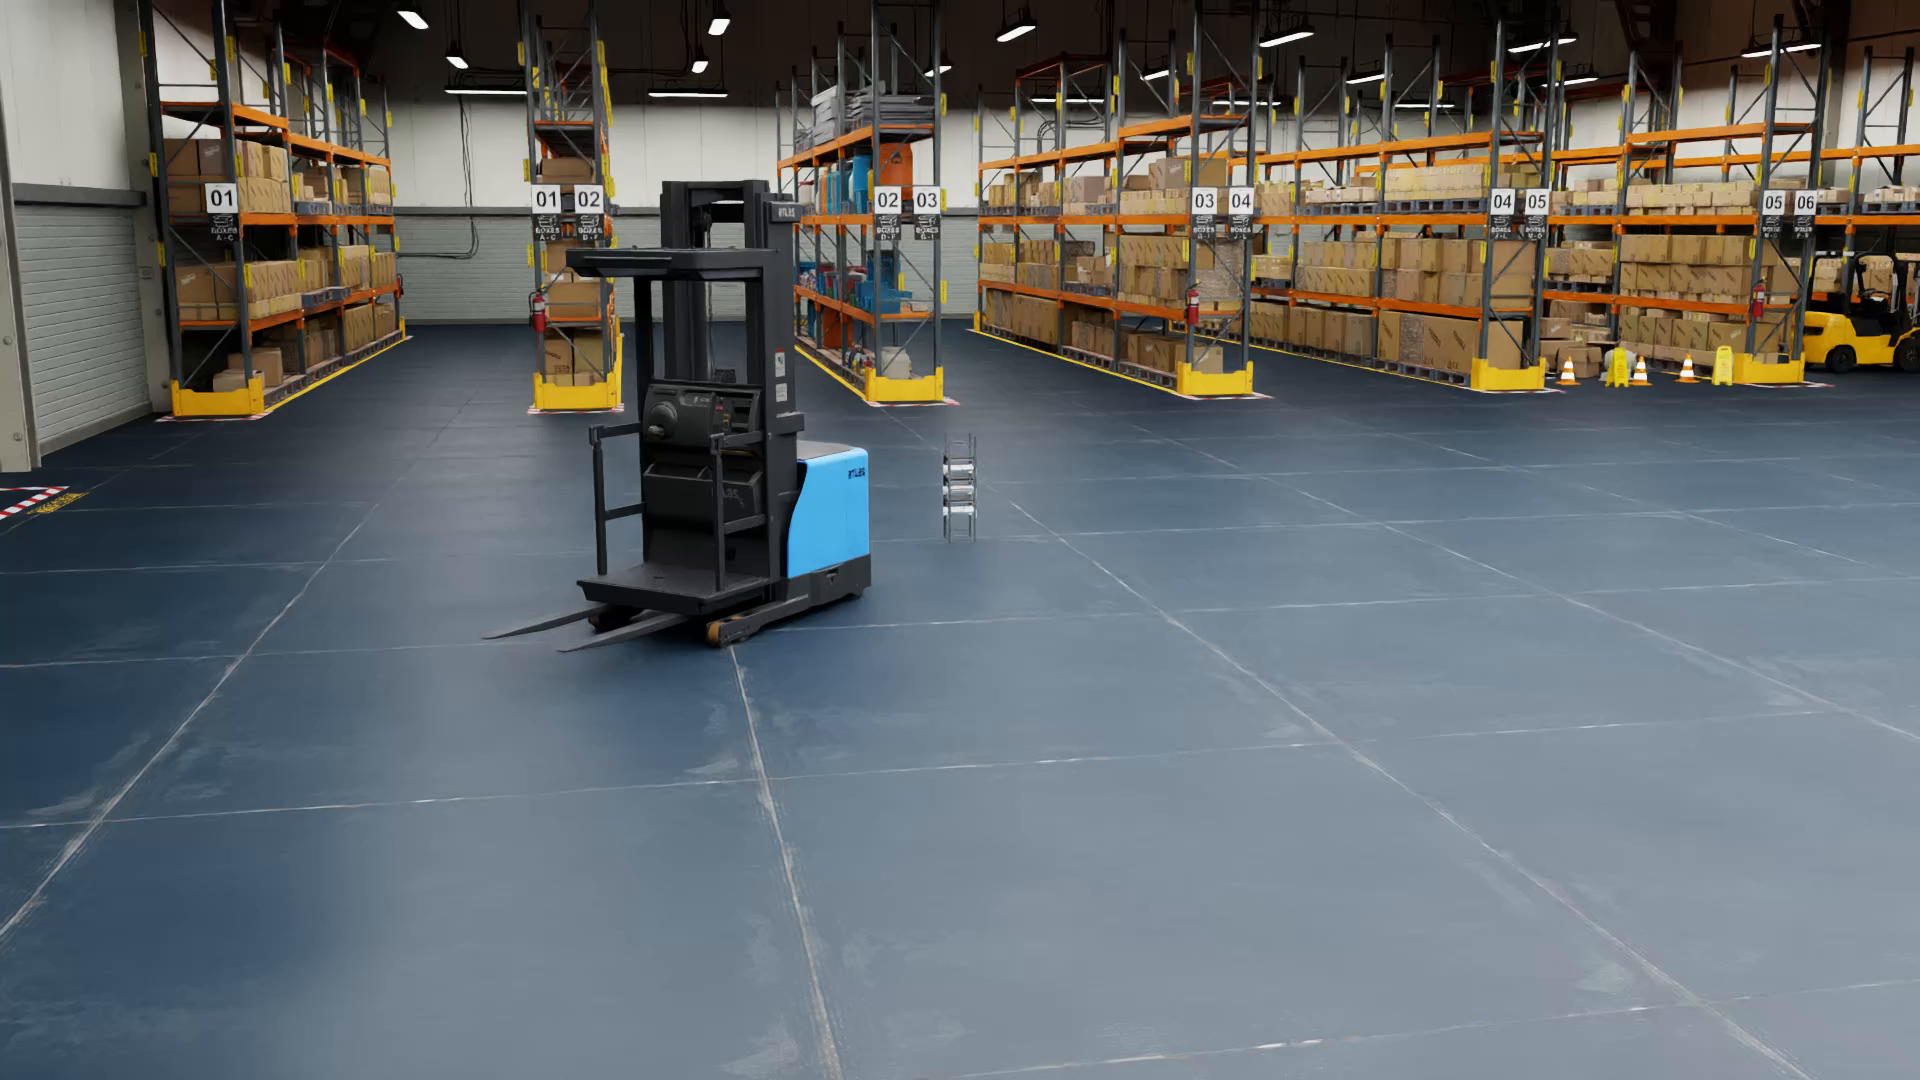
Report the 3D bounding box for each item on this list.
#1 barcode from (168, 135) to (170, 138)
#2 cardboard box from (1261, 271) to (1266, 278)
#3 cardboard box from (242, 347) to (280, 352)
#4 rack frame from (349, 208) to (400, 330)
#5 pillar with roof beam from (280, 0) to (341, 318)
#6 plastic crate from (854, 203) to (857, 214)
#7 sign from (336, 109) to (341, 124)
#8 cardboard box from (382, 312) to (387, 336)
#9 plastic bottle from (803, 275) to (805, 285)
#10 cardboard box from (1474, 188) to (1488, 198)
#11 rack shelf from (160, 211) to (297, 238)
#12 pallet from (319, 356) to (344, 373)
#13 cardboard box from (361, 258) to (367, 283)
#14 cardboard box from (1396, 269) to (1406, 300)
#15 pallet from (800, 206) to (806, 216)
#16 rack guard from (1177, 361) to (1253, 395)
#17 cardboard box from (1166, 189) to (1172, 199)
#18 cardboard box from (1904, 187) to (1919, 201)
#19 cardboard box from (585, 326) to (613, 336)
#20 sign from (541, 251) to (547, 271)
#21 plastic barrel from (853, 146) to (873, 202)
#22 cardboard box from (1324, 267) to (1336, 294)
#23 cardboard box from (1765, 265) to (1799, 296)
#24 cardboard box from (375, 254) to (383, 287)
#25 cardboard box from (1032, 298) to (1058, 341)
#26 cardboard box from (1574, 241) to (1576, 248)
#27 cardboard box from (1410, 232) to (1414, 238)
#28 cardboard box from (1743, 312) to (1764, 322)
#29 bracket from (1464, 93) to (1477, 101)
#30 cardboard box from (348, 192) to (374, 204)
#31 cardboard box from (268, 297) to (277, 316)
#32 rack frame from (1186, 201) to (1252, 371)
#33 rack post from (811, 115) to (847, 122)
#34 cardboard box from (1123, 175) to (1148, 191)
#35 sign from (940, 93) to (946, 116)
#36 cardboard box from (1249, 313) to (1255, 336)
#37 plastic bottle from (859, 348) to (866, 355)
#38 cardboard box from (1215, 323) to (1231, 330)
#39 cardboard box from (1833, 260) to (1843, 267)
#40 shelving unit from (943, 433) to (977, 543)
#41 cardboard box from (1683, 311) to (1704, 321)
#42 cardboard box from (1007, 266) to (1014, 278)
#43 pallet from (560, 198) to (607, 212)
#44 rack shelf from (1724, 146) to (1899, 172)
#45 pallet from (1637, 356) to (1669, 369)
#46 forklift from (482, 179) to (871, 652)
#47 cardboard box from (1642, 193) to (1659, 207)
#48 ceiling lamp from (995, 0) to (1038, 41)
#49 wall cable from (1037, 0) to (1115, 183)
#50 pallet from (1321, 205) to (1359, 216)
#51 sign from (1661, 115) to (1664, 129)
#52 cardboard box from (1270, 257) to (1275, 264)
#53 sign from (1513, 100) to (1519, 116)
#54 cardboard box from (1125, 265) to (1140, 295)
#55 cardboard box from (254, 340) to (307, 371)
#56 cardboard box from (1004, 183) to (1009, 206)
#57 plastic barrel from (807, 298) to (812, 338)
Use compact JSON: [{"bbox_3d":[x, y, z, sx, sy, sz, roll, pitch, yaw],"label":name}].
[{"bbox_3d":[-11.140,-5.674,23.419,0.001,0.075,0.075,-2,11,-11],"label":"barcode"},{"bbox_3d":[6.705,-5.719,35.768,0.380,0.149,0.250,-2,11,-12],"label":"cardboard box"},{"bbox_3d":[-11.049,-2.787,26.324,0.500,0.500,0.500,-3,11,-15],"label":"cardboard box"},{"bbox_3d":[-13.624,-6.188,38.687,1.000,3.000,0.127,-2,11,-11],"label":"rack frame"},{"bbox_3d":[-9.607,-8.655,35.604,9.100,9.000,0.548,-2,11,-11],"label":"pillar with roof beam"},{"bbox_3d":[-1.532,-5.418,27.184,0.336,0.188,0.450,-2,11,-11],"label":"plastic crate"},{"bbox_3d":[-14.169,-9.653,37.924,0.100,0.325,0.005,-2,11,-11],"label":"sign"},{"bbox_3d":[-13.083,-4.760,36.747,0.700,0.500,0.500,-2,11,-10],"label":"cardboard box"},{"bbox_3d":[-3.302,-5.512,35.446,0.061,0.283,0.133,-2,11,-11],"label":"plastic bottle"},{"bbox_3d":[8.552,-5.610,26.909,0.380,0.149,0.250,-2,11,-11],"label":"cardboard box"},{"bbox_3d":[-10.901,-4.741,24.984,1.077,0.370,4.000,-2,11,-11],"label":"rack shelf"},{"bbox_3d":[-11.917,-3.208,30.486,1.003,0.211,1.213,-2,11,-11],"label":"pallet"},{"bbox_3d":[-12.400,-5.491,33.908,0.500,0.500,0.500,-2,11,-11],"label":"cardboard box"},{"bbox_3d":[8.384,-4.596,29.921,0.875,0.550,0.550,-2,11,-11],"label":"cardboard box"},{"bbox_3d":[-2.879,-7.056,35.726,1.213,0.211,1.003,-2,11,-11],"label":"pallet"},{"bbox_3d":[4.050,-2.580,26.416,1.175,0.500,0.348,-2,11,-11],"label":"rack guard"},{"bbox_3d":[3.536,-5.573,26.766,0.380,0.149,0.250,-2,11,-11],"label":"cardboard box"},{"bbox_3d":[17.866,-6.449,31.004,0.396,0.266,0.258,-2,11,-12],"label":"cardboard box"},{"bbox_3d":[-6.758,-3.851,31.137,0.500,0.311,0.500,-2,11,-12],"label":"cardboard box"},{"bbox_3d":[-6.962,-4.677,27.860,0.100,0.325,0.005,-2,11,-11],"label":"sign"},{"bbox_3d":[-1.483,-6.087,27.671,0.600,0.901,0.708,-2,11,-11],"label":"plastic barrel"},{"bbox_3d":[7.510,-5.103,32.719,0.500,0.500,0.500,-2,11,-12],"label":"cardboard box"},{"bbox_3d":[13.965,-4.447,28.475,0.500,0.500,0.500,-2,11,-12],"label":"cardboard box"},{"bbox_3d":[-13.072,-5.836,36.035,0.980,0.700,0.700,-2,11,-12],"label":"cardboard box"},{"bbox_3d":[2.229,-4.715,35.506,1.225,0.875,0.875,-2,11,-11],"label":"cardboard box"},{"bbox_3d":[12.824,-6.052,34.051,0.380,0.149,0.250,-3,11,-14],"label":"cardboard box"},{"bbox_3d":[11.096,-7.358,40.155,0.380,0.149,0.250,-2,11,-11],"label":"cardboard box"},{"bbox_3d":[17.340,-4.608,35.614,0.875,0.625,0.625,-2,11,-9],"label":"cardboard box"},{"bbox_3d":[15.011,-13.011,48.861,0.235,0.232,0.430,-2,11,-11],"label":"bracket"},{"bbox_3d":[-12.721,-7.246,35.234,0.500,0.250,0.500,-2,11,-11],"label":"cardboard box"},{"bbox_3d":[-10.503,-3.479,24.802,0.500,0.250,0.500,-2,11,-12],"label":"cardboard box"},{"bbox_3d":[4.065,-3.794,26.109,1.000,3.000,0.127,-2,11,-11],"label":"rack frame"},{"bbox_3d":[-2.597,-8.421,32.994,0.624,0.289,0.986,-2,11,-11],"label":"rack post"},{"bbox_3d":[3.292,-6.348,30.106,0.797,0.503,0.637,-3,11,-14],"label":"cardboard box"},{"bbox_3d":[-0.253,-6.478,24.722,0.100,0.325,0.005,-2,11,-11],"label":"sign"},{"bbox_3d":[6.719,-4.798,36.942,0.500,0.500,0.500,-2,11,-10],"label":"cardboard box"},{"bbox_3d":[-1.680,-3.105,28.394,0.144,0.351,0.185,-2,11,-11],"label":"plastic bottle"},{"bbox_3d":[6.205,-5.022,39.063,0.380,0.149,0.250,-2,11,-10],"label":"cardboard box"},{"bbox_3d":[17.591,-5.492,33.025,0.380,0.149,0.250,-2,11,-9],"label":"cardboard box"},{"bbox_3d":[-0.002,-0.444,14.120,0.258,0.900,0.210,-2,11,-11],"label":"shelving unit"},{"bbox_3d":[13.141,-3.994,29.650,0.380,0.149,0.250,-2,11,-9],"label":"cardboard box"},{"bbox_3d":[1.387,-6.139,38.034,0.500,0.250,0.500,-2,11,-12],"label":"cardboard box"},{"bbox_3d":[-6.240,-5.443,26.985,1.003,0.211,1.213,-2,11,-11],"label":"pallet"},{"bbox_3d":[17.487,-7.833,34.280,1.077,0.370,4.000,-2,11,-11],"label":"rack shelf"},{"bbox_3d":[13.173,-3.397,31.477,1.003,0.211,1.213,-2,11,-11],"label":"pallet"},{"bbox_3d":[-1.818,-0.852,10.835,1.130,2.935,3.031,6,12,29],"label":"forklift"},{"bbox_3d":[12.934,-6.249,30.591,0.500,0.250,0.500,-2,11,-11],"label":"cardboard box"},{"bbox_3d":[1.200,-10.239,28.315,0.800,3.185,2.000,-2,11,-11],"label":"ceiling lamp"},{"bbox_3d":[3.234,-12.419,46.772,2.277,5.999,0.120,-2,11,-11],"label":"wall cable"},{"bbox_3d":[7.791,-6.483,32.718,1.003,0.211,1.213,-2,11,-8],"label":"pallet"},{"bbox_3d":[16.863,-10.042,39.966,0.100,0.325,0.005,-2,11,-11],"label":"sign"},{"bbox_3d":[6.802,-5.918,35.224,0.380,0.149,0.250,-2,11,-12],"label":"cardboard box"},{"bbox_3d":[11.686,-9.085,34.939,0.100,0.325,0.005,-2,11,-11],"label":"sign"},{"bbox_3d":[3.376,-4.545,28.992,0.875,0.500,0.500,-2,11,-11],"label":"cardboard box"},{"bbox_3d":[-11.449,-3.110,28.023,0.700,0.500,0.500,-2,11,-9],"label":"cardboard box"},{"bbox_3d":[1.419,-8.013,38.595,0.700,0.500,0.500,-2,11,-8],"label":"cardboard box"},{"bbox_3d":[-3.039,-4.890,36.355,0.600,0.901,0.708,-2,11,-11],"label":"plastic barrel"}]
